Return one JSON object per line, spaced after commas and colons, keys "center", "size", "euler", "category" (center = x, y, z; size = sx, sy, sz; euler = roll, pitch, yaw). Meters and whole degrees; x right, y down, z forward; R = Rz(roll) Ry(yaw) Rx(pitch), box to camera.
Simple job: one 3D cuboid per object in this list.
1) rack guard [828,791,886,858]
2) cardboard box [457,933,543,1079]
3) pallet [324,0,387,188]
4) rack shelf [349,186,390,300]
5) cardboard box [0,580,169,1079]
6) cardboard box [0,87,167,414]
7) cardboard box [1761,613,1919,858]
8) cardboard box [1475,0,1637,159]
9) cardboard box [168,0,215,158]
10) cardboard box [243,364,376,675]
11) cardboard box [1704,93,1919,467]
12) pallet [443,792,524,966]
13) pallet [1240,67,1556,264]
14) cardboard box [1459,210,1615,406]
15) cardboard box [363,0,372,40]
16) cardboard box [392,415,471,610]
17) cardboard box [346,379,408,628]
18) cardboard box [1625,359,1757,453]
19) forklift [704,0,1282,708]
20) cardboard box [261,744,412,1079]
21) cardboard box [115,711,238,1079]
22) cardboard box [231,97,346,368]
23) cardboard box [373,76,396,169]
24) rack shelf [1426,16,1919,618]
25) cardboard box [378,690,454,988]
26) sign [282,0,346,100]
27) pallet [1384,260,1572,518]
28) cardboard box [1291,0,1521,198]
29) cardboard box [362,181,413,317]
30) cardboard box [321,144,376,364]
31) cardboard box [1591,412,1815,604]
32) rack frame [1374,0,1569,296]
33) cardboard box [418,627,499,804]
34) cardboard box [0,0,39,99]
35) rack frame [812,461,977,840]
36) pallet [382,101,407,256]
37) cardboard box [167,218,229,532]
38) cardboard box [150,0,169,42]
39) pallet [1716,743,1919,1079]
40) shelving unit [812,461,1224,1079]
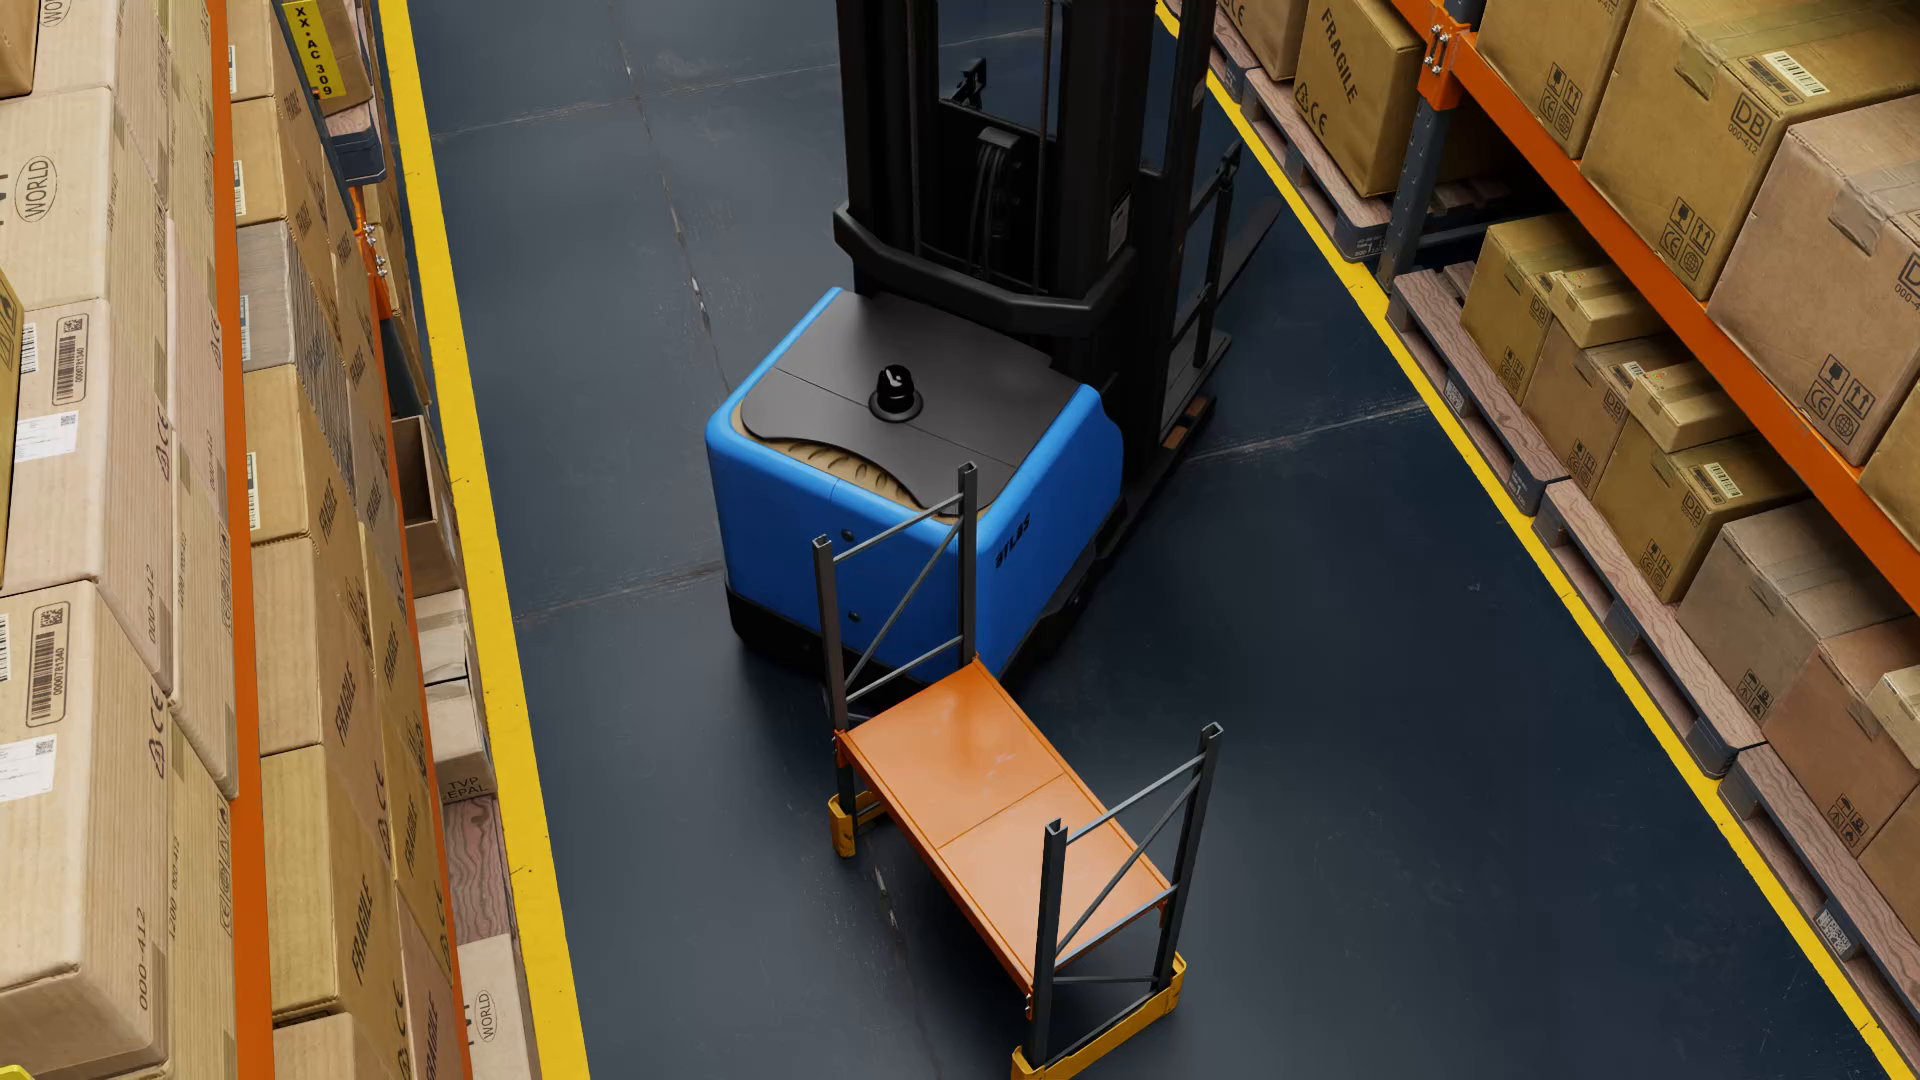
{"center": [-0.157, 0.802, 5.410], "size": [0.587, 0.250, 0.087], "euler": [-28, 55, -21], "category": "rack guard"}
{"center": [-1.441, 1.426, 4.597], "size": [0.500, 0.250, 0.500], "euler": [-13, 51, -11], "category": "cardboard box"}
{"center": [-2.571, -1.595, 5.758], "size": [1.003, 0.211, 1.213], "euler": [-13, 51, -11], "category": "pallet"}
{"center": [-3.030, -2.277, 6.679], "size": [1.077, 0.370, 4.000], "euler": [-13, 51, -11], "category": "rack shelf"}
{"center": [-1.159, 0.359, 1.794], "size": [0.500, 0.250, 0.500], "euler": [-13, 51, -11], "category": "cardboard box"}
{"center": [-1.454, -0.371, 2.410], "size": [0.500, 0.250, 0.500], "euler": [-13, 51, -11], "category": "cardboard box"}
{"center": [3.025, 0.566, 5.171], "size": [0.700, 0.500, 0.500], "euler": [-13, 51, -11], "category": "cardboard box"}
{"center": [2.437, -1.868, 5.667], "size": [0.980, 0.700, 0.700], "euler": [-13, 51, -10], "category": "cardboard box"}
{"center": [-1.747, -0.941, 3.218], "size": [0.500, 0.250, 0.500], "euler": [-13, 51, -11], "category": "cardboard box"}
{"center": [-1.591, 0.017, 3.554], "size": [0.500, 0.500, 0.500], "euler": [-14, 51, -11], "category": "cardboard box"}
{"center": [2.872, -0.805, 4.770], "size": [0.980, 0.700, 0.700], "euler": [-16, 52, -13], "category": "cardboard box"}
{"center": [-1.872, 1.245, 5.063], "size": [1.003, 0.211, 1.213], "euler": [-13, 51, -11], "category": "pallet"}
{"center": [1.992, -1.819, 7.645], "size": [1.003, 0.211, 1.213], "euler": [-13, 51, -11], "category": "pallet"}
{"center": [2.416, -0.932, 6.434], "size": [0.700, 0.500, 0.500], "euler": [-13, 51, -11], "category": "cardboard box"}
{"center": [-3.121, -2.676, 7.891], "size": [0.500, 0.500, 0.500], "euler": [-12, 51, -10], "category": "cardboard box"}
{"center": [-1.999, -0.033, 5.663], "size": [0.500, 0.500, 0.500], "euler": [-13, 51, -11], "category": "cardboard box"}
{"center": [-1.738, -0.023, 4.242], "size": [0.500, 0.500, 0.500], "euler": [-12, 51, -10], "category": "cardboard box"}
{"center": [2.497, -0.468, 5.619], "size": [0.380, 0.149, 0.250], "euler": [-15, 51, -12], "category": "cardboard box"}
{"center": [0.355, -1.396, 5.510], "size": [1.130, 2.935, 3.031], "euler": [24, 54, 19], "category": "forklift"}
{"center": [-1.297, 0.755, 2.933], "size": [0.500, 0.500, 0.500], "euler": [-13, 51, -11], "category": "cardboard box"}
{"center": [-1.165, 0.522, 1.984], "size": [0.500, 0.250, 0.500], "euler": [-13, 51, -11], "category": "cardboard box"}
{"center": [-1.888, -0.719, 4.175], "size": [0.500, 0.500, 0.500], "euler": [-14, 51, -12], "category": "cardboard box"}
{"center": [-2.807, -1.916, 7.251], "size": [0.500, 0.500, 0.500], "euler": [-15, 52, -12], "category": "cardboard box"}
{"center": [2.884, -0.479, 5.162], "size": [1.077, 0.370, 4.000], "euler": [-13, 51, -11], "category": "rack shelf"}
{"center": [-1.438, 0.714, 3.621], "size": [0.500, 0.500, 0.500], "euler": [-13, 51, -11], "category": "cardboard box"}
{"center": [-1.923, -1.456, 4.949], "size": [0.100, 0.325, 0.005], "euler": [-13, 51, -11], "category": "sign"}
{"center": [2.443, -0.699, 6.702], "size": [1.003, 0.211, 1.213], "euler": [-13, 51, -11], "category": "pallet"}
{"center": [1.976, -2.059, 7.155], "size": [0.750, 0.750, 0.750], "euler": [-13, 51, -11], "category": "cardboard box"}
{"center": [-2.517, -1.180, 6.630], "size": [0.500, 0.500, 0.500], "euler": [-13, 51, -10], "category": "cardboard box"}
{"center": [-2.046, -0.774, 4.875], "size": [0.500, 0.500, 0.500], "euler": [-13, 51, -10], "category": "cardboard box"}
{"center": [2.711, -0.189, 5.807], "size": [0.700, 0.500, 0.500], "euler": [-12, 51, -10], "category": "cardboard box"}
{"center": [2.292, -2.171, 6.119], "size": [1.000, 3.000, 0.127], "euler": [-13, 51, -11], "category": "rack frame"}
{"center": [-1.777, 0.576, 5.273], "size": [0.500, 0.311, 0.500], "euler": [-13, 51, -11], "category": "cardboard box"}
{"center": [-1.799, -0.932, 2.392], "size": [0.700, 0.500, 0.500], "euler": [-13, 51, -11], "category": "cardboard box"}
{"center": [-0.168, 0.387, 4.943], "size": [0.500, 1.500, 0.032], "euler": [-28, 55, -21], "category": "rack frame"}
{"center": [-3.080, -1.628, 7.484], "size": [1.003, 0.211, 1.213], "euler": [-13, 51, -11], "category": "pallet"}
{"center": [-1.450, -0.211, 2.602], "size": [0.500, 0.250, 0.500], "euler": [-13, 51, -11], "category": "cardboard box"}
{"center": [-1.745, -1.103, 3.027], "size": [0.500, 0.250, 0.500], "euler": [-13, 51, -11], "category": "cardboard box"}
{"center": [3.164, 1.083, 5.199], "size": [1.003, 0.211, 1.213], "euler": [-13, 51, -11], "category": "pallet"}
{"center": [0.124, 0.714, 4.667], "size": [0.587, 1.500, 1.083], "euler": [-28, 55, -21], "category": "shelving unit"}
